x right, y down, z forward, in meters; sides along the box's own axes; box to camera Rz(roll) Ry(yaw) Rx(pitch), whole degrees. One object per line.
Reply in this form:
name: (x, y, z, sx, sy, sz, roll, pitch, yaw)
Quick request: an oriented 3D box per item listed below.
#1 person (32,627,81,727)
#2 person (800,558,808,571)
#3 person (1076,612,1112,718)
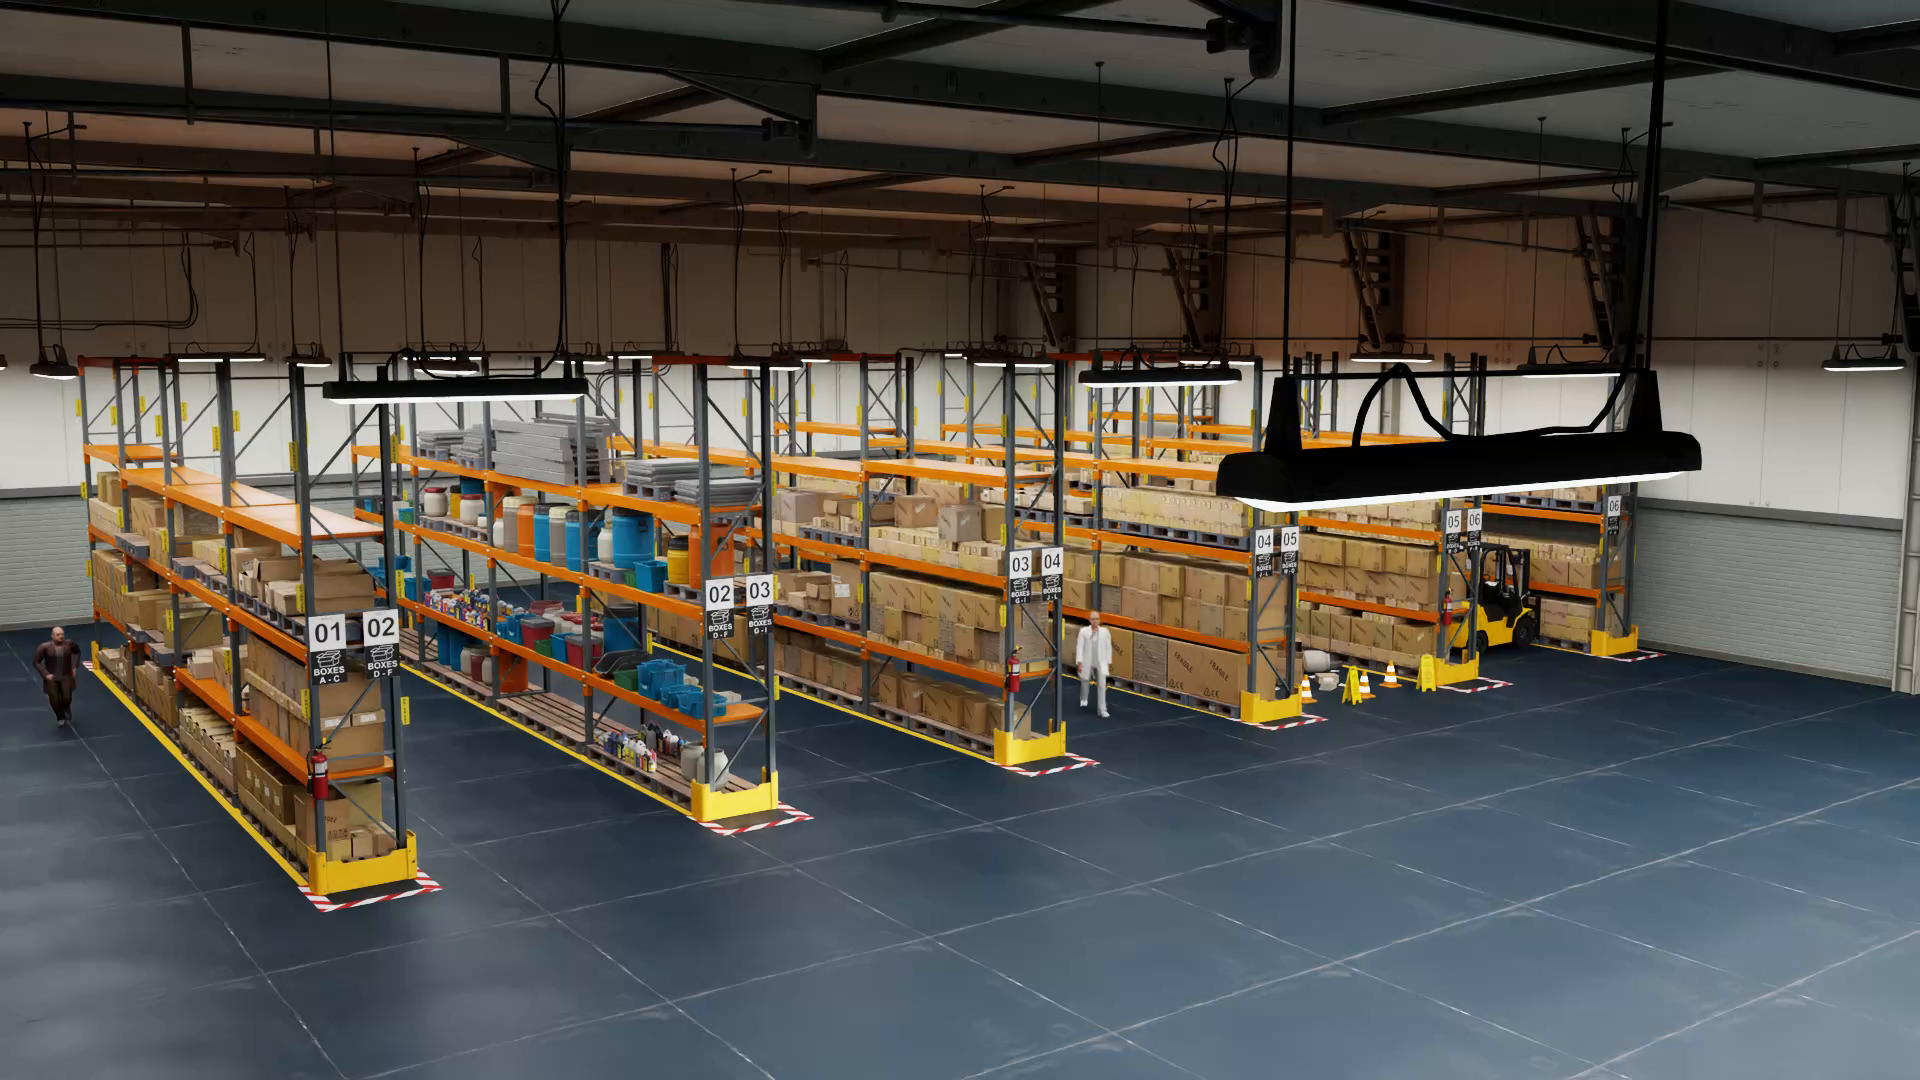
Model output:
person: (-14.693, 2.226, 27.090, 0.691, 1.684, 0.665, -3, 8, -27)
person: (-4.029, 0.396, 42.047, 0.999, 1.686, 0.505, -5, 8, -35)
person: (2.252, 2.068, 27.994, 0.639, 1.715, 1.207, -1, 7, -5)
